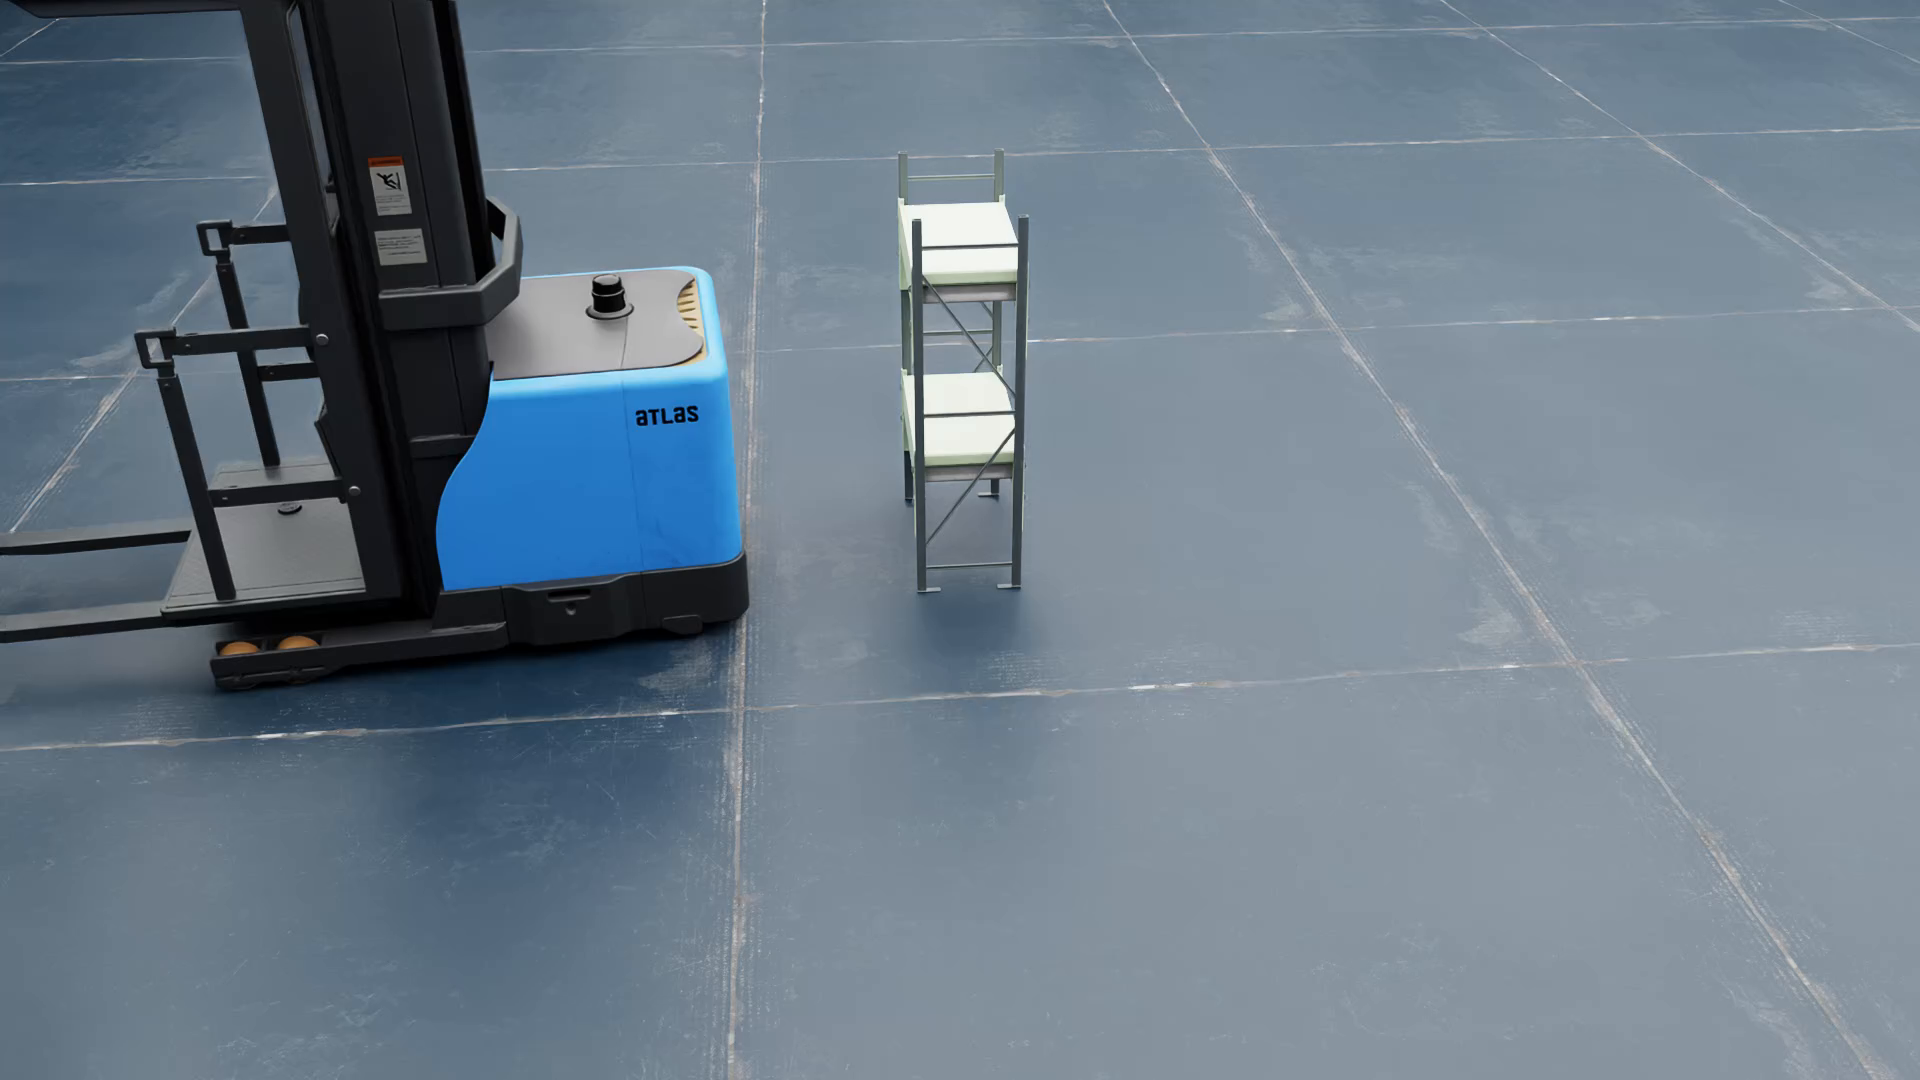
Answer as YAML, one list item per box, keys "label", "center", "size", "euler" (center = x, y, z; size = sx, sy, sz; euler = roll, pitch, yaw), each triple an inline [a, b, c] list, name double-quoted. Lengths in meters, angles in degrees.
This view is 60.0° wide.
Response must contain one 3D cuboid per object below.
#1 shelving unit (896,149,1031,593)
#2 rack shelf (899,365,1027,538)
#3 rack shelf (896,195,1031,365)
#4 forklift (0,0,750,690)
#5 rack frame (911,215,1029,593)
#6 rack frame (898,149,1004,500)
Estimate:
- label: "shelving unit"
  center: [0.001, -0.640, 6.360]
  size: [0.431, 1.500, 0.755]
  euler: [-3, 31, -5]
- label: "rack shelf"
  center: [0.001, -0.361, 6.527]
  size: [0.431, 0.370, 0.720]
  euler: [-3, 31, -5]
- label: "rack shelf"
  center: [0.001, -0.976, 6.160]
  size: [0.431, 0.370, 0.720]
  euler: [-3, 31, -5]
- label: "forklift"
  center: [-2.354, -1.025, 5.608]
  size: [3.031, 2.935, 1.130]
  euler: [-6, 31, -9]
- label: "rack frame"
  center: [0.035, -0.454, 6.047]
  size: [0.400, 1.500, 0.023]
  euler: [-3, 31, -5]
- label: "rack frame"
  center: [-0.034, -0.827, 6.673]
  size: [0.400, 1.500, 0.023]
  euler: [-3, 31, -5]
